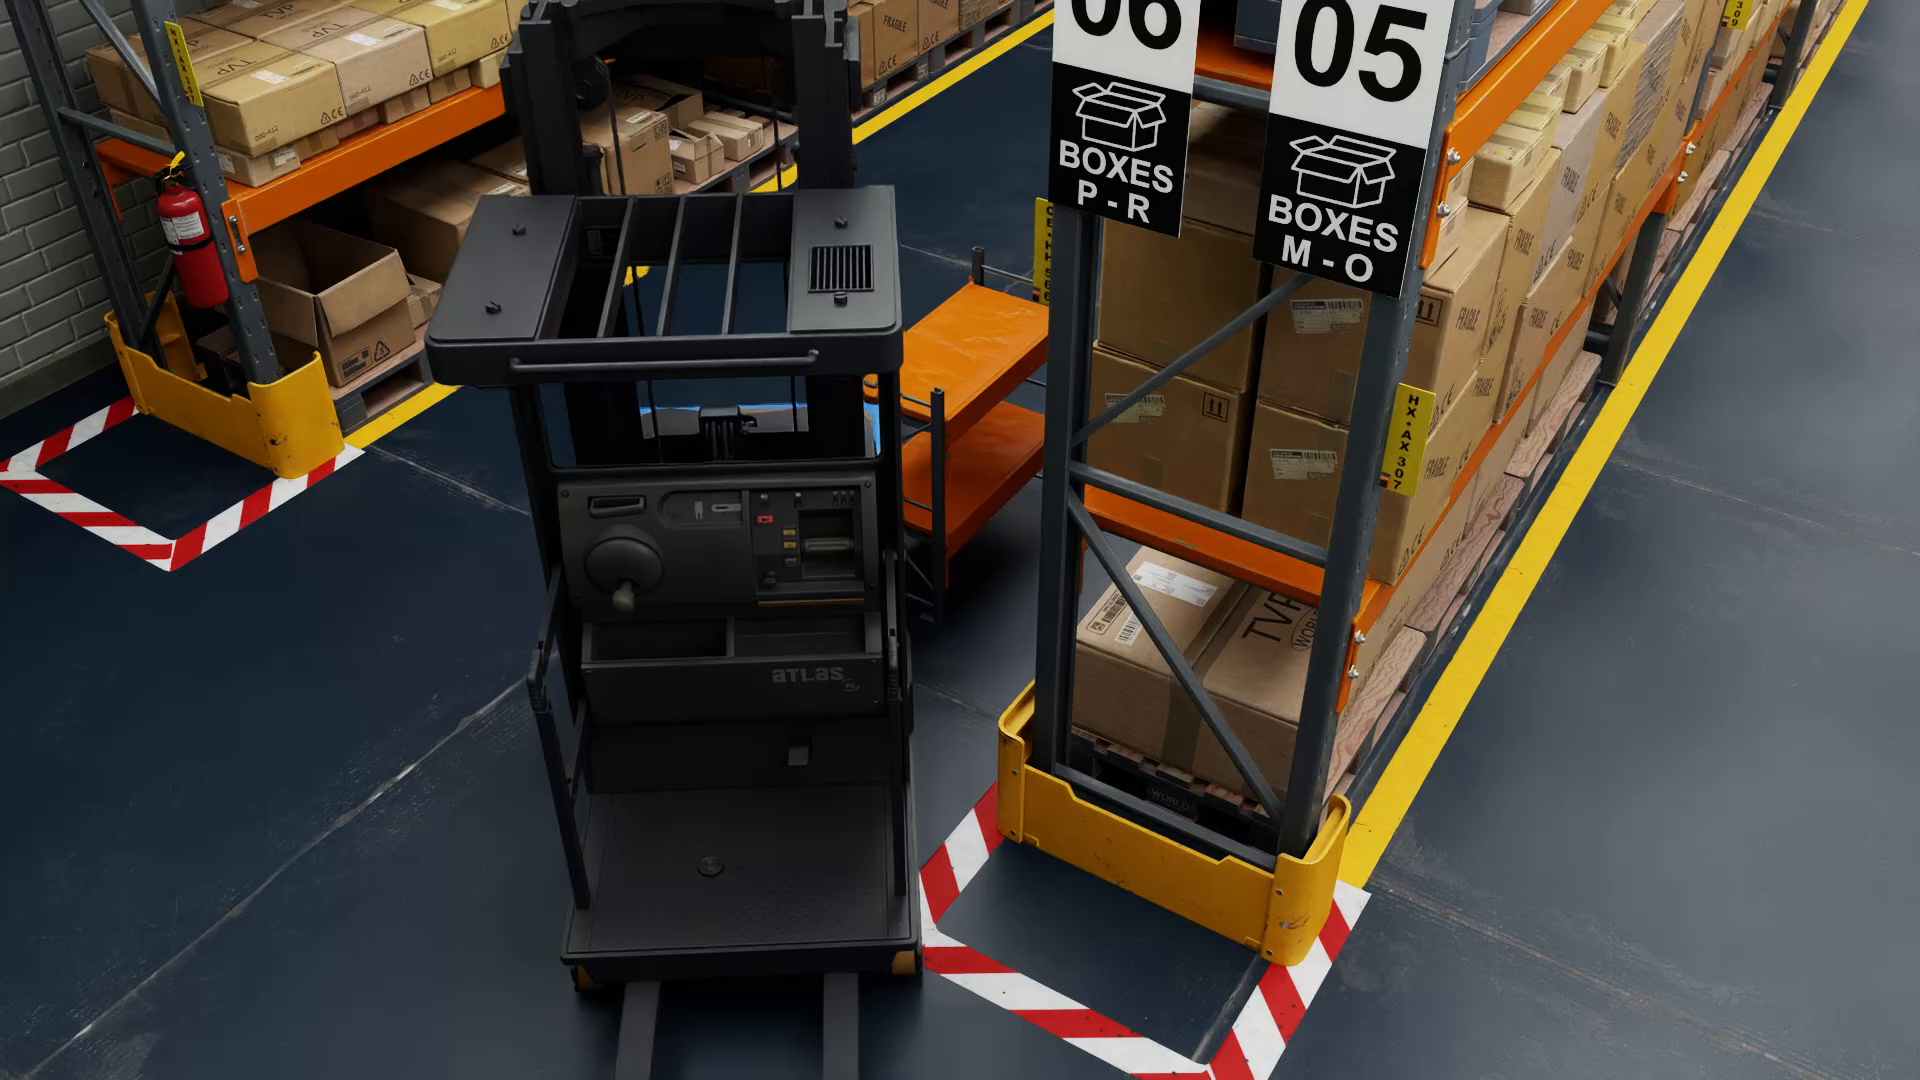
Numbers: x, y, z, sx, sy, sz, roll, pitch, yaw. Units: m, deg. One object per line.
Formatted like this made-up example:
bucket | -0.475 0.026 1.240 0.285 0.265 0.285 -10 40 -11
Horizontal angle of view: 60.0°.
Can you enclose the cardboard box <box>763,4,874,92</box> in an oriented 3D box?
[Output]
cardboard box | -0.897 -3.105 10.524 0.500 0.500 0.500 23 43 27

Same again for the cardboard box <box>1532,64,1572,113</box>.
cardboard box | 1.666 -1.403 5.181 0.380 0.149 0.250 22 43 26

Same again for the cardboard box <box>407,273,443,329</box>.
cardboard box | -2.821 -1.218 8.365 0.380 0.149 0.250 19 42 23

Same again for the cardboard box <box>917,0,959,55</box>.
cardboard box | -0.349 -3.638 11.216 0.500 0.500 0.500 20 42 24

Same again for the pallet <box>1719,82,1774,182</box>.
pallet | 4.504 -2.707 10.588 1.003 0.211 1.213 21 42 25

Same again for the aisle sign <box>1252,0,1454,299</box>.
aisle sign | 0.911 -0.966 3.917 0.394 0.787 0.004 21 42 25

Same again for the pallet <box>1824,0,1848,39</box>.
pallet | 6.065 -4.117 12.418 1.003 0.211 1.213 21 42 25

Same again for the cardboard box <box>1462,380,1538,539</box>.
cardboard box | 1.941 -0.532 7.238 0.875 0.438 0.875 20 42 24

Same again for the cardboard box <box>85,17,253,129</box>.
cardboard box | -3.467 -2.073 7.361 0.500 0.250 0.500 22 43 26

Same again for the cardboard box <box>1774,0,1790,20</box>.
cardboard box | 4.145 -2.993 8.798 0.500 0.250 0.500 20 42 24

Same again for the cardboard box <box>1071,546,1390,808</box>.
cardboard box | 0.973 0.407 6.020 0.875 0.438 0.875 20 42 24

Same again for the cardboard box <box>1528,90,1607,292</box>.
cardboard box | 1.742 -1.195 5.443 0.500 0.500 0.500 21 42 25

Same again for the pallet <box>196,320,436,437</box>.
pallet | -3.022 -1.036 8.422 1.003 0.211 1.213 21 42 25

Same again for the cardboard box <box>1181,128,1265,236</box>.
cardboard box | 0.727 -1.012 4.673 0.380 0.149 0.250 22 43 26

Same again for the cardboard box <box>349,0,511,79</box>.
cardboard box | -2.480 -2.417 7.808 0.500 0.250 0.500 20 42 24

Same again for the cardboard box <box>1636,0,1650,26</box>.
cardboard box | 2.213 -1.922 5.854 0.380 0.149 0.250 20 42 24

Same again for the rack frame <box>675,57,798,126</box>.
rack frame | -1.346 -3.752 9.661 1.000 3.000 0.127 21 42 25

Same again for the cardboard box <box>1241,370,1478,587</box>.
cardboard box | 1.204 -0.262 5.051 0.500 0.500 0.500 21 42 25

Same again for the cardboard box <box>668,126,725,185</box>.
cardboard box | -1.588 -2.269 9.631 0.396 0.266 0.258 23 43 27

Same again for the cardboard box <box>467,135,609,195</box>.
cardboard box | -2.223 -1.819 8.856 0.500 0.500 0.500 22 43 26

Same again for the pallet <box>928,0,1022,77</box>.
pallet | -0.289 -3.711 11.891 1.003 0.211 1.213 21 42 25

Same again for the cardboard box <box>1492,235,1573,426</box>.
cardboard box | 1.739 -0.788 5.734 0.500 0.500 0.500 21 42 25

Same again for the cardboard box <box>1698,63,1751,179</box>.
cardboard box | 4.069 -2.730 9.731 0.875 0.875 0.875 22 43 26

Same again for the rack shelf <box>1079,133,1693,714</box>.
rack shelf | 1.776 -0.815 6.439 1.077 0.370 4.000 21 42 25

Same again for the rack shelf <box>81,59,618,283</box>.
rack shelf | -2.417 -2.437 8.543 1.077 0.370 4.000 21 42 25

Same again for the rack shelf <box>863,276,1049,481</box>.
rack shelf | -0.004 -0.674 6.723 0.538 0.278 1.000 21 42 25

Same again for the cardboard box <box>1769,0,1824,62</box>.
cardboard box | 5.301 -3.606 11.280 0.950 0.372 0.625 18 41 22

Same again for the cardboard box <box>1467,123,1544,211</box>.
cardboard box | 1.445 -1.109 4.799 0.380 0.149 0.250 23 43 26

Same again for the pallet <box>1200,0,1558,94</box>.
pallet | 1.093 -1.607 4.494 1.003 0.211 1.213 21 42 25

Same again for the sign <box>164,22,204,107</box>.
sign | -3.031 -1.856 6.491 0.100 0.325 0.005 21 42 25

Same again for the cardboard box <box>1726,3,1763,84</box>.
cardboard box | 3.582 -2.479 8.132 0.500 0.250 0.500 20 42 24

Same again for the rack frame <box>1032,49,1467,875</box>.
rack frame | 0.704 -0.069 4.882 1.000 3.000 0.127 21 42 25

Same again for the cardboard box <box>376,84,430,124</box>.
cardboard box | -2.685 -2.074 7.689 0.380 0.149 0.250 23 43 26

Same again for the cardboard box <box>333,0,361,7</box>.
cardboard box | -2.920 -2.592 8.035 0.500 0.250 0.500 23 43 26

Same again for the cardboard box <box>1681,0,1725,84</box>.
cardboard box | 2.828 -2.233 6.789 0.500 0.500 0.500 21 42 25

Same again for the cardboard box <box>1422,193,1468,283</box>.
cardboard box | 1.128 -0.854 4.468 0.380 0.149 0.250 22 43 26

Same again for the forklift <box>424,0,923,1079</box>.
forklift | -0.696 0.079 4.747 1.130 2.935 3.031 -2 38 -2

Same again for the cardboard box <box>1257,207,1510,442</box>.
cardboard box | 1.202 -0.659 4.747 0.500 0.500 0.500 20 42 24

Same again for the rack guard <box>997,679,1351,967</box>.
rack guard | 0.691 0.934 5.629 1.175 0.500 0.348 21 42 25

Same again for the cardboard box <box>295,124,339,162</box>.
cardboard box | -2.984 -1.817 7.356 0.380 0.149 0.250 22 43 26

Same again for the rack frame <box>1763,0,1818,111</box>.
rack frame | 4.990 -4.193 10.232 1.000 3.000 0.127 21 42 25

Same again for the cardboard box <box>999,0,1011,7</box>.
cardboard box | 0.197 -4.177 11.915 0.500 0.500 0.500 23 43 27

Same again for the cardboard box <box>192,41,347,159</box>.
cardboard box | -3.018 -1.895 7.130 0.500 0.250 0.500 21 42 25

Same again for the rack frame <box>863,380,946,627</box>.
rack frame | -0.276 -0.180 6.562 0.500 1.125 0.032 21 42 25

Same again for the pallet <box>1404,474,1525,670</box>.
pallet | 1.721 -0.028 7.114 1.003 0.211 1.213 21 42 25

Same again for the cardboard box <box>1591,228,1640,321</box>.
cardboard box | 3.112 -1.801 8.526 0.875 0.875 0.875 23 43 26

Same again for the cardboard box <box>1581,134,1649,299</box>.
cardboard box | 2.287 -1.317 6.419 0.500 0.500 0.500 21 42 24

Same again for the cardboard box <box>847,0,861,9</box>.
cardboard box | -0.846 -3.452 10.443 0.380 0.149 0.250 20 42 24

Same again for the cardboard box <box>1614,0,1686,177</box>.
cardboard box | 2.284 -1.708 6.108 0.500 0.500 0.500 22 43 26

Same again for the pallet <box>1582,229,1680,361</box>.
pallet | 3.197 -1.449 8.957 1.003 0.211 1.213 21 42 25

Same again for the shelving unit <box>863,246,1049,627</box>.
shelving unit | -0.004 -0.442 6.902 0.538 1.125 1.048 21 42 25

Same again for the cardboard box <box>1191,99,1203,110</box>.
cardboard box | 0.910 -1.311 5.062 0.380 0.149 0.250 21 42 25

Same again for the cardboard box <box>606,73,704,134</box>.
cardboard box | -1.899 -2.591 10.012 0.500 0.311 0.500 23 43 27

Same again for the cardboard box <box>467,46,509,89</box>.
cardboard box | -2.349 -2.318 8.006 0.380 0.149 0.250 20 42 24

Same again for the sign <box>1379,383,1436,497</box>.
sign | 1.170 -0.258 4.354 0.100 0.325 0.005 21 42 25

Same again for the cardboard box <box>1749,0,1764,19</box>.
cardboard box | 3.577 -2.682 7.986 0.500 0.250 0.500 22 43 26

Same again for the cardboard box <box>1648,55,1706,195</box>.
cardboard box | 2.815 -1.848 7.108 0.500 0.500 0.500 22 43 26

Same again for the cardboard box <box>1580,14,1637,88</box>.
cardboard box | 1.995 -1.639 5.488 0.380 0.149 0.250 20 42 24
